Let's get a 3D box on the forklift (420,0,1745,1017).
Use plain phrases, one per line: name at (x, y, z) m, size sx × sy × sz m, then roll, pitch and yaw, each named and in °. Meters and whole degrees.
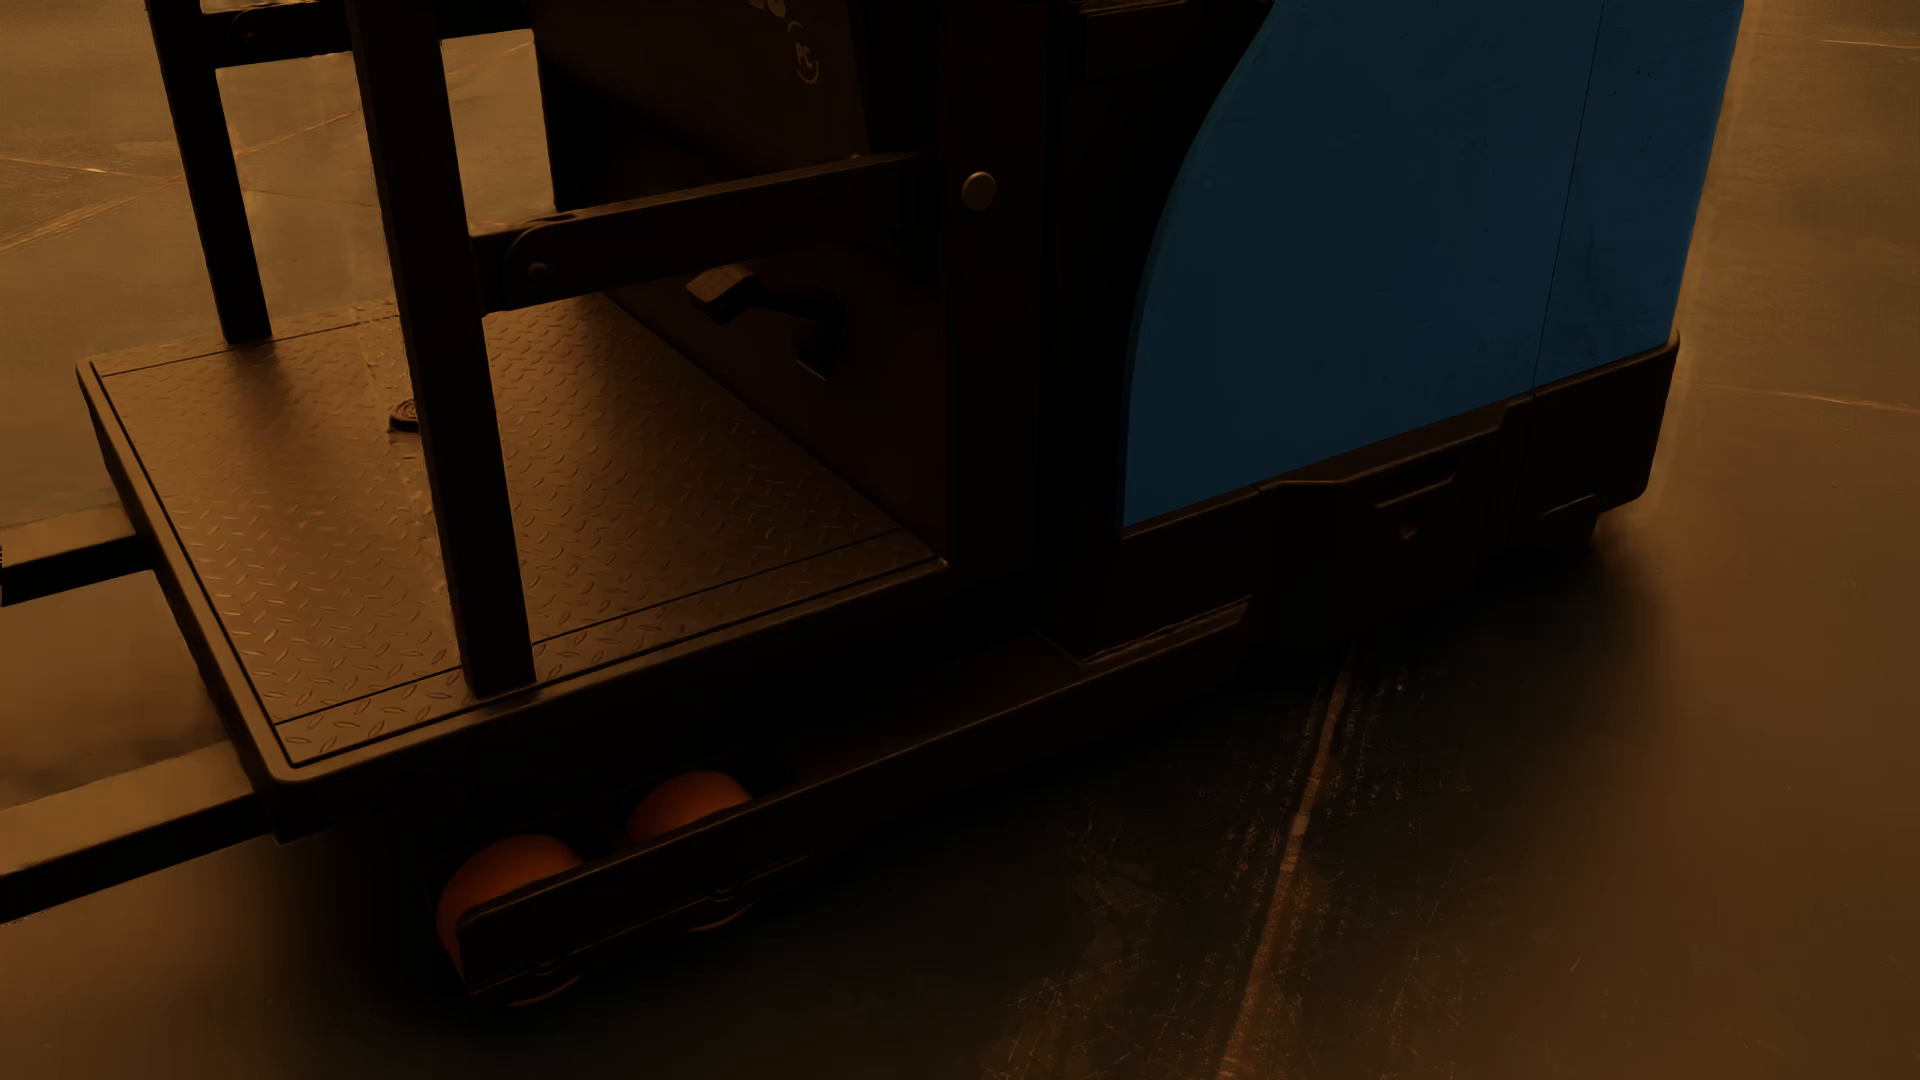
forklift at (-0.475, -1.106, 1.479) m, size 3.031 × 2.935 × 1.130 m, roll -18°, pitch 34°, yaw -28°
